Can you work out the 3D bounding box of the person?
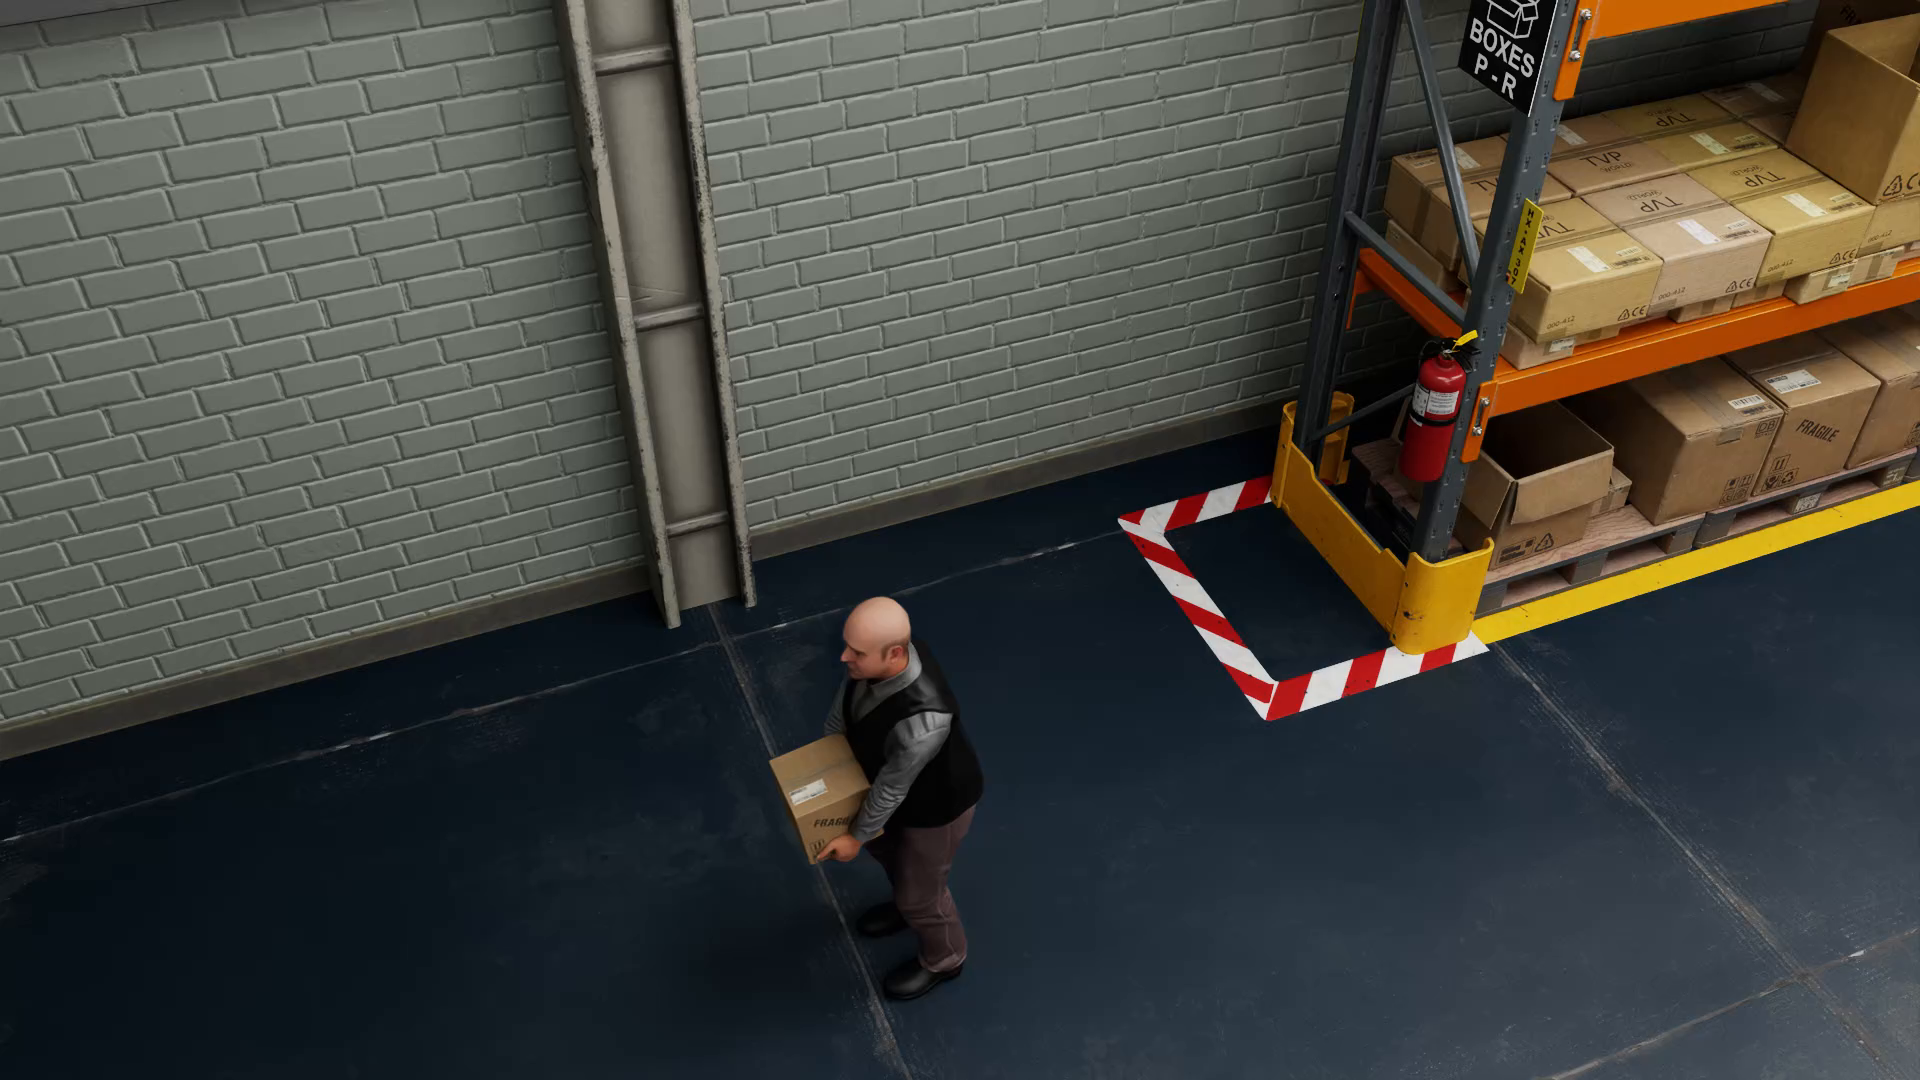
[{"bbox_3d":[-0.222,0.821,5.262,0.574,1.711,0.489,-16,44,-17],"label":"person"}]
